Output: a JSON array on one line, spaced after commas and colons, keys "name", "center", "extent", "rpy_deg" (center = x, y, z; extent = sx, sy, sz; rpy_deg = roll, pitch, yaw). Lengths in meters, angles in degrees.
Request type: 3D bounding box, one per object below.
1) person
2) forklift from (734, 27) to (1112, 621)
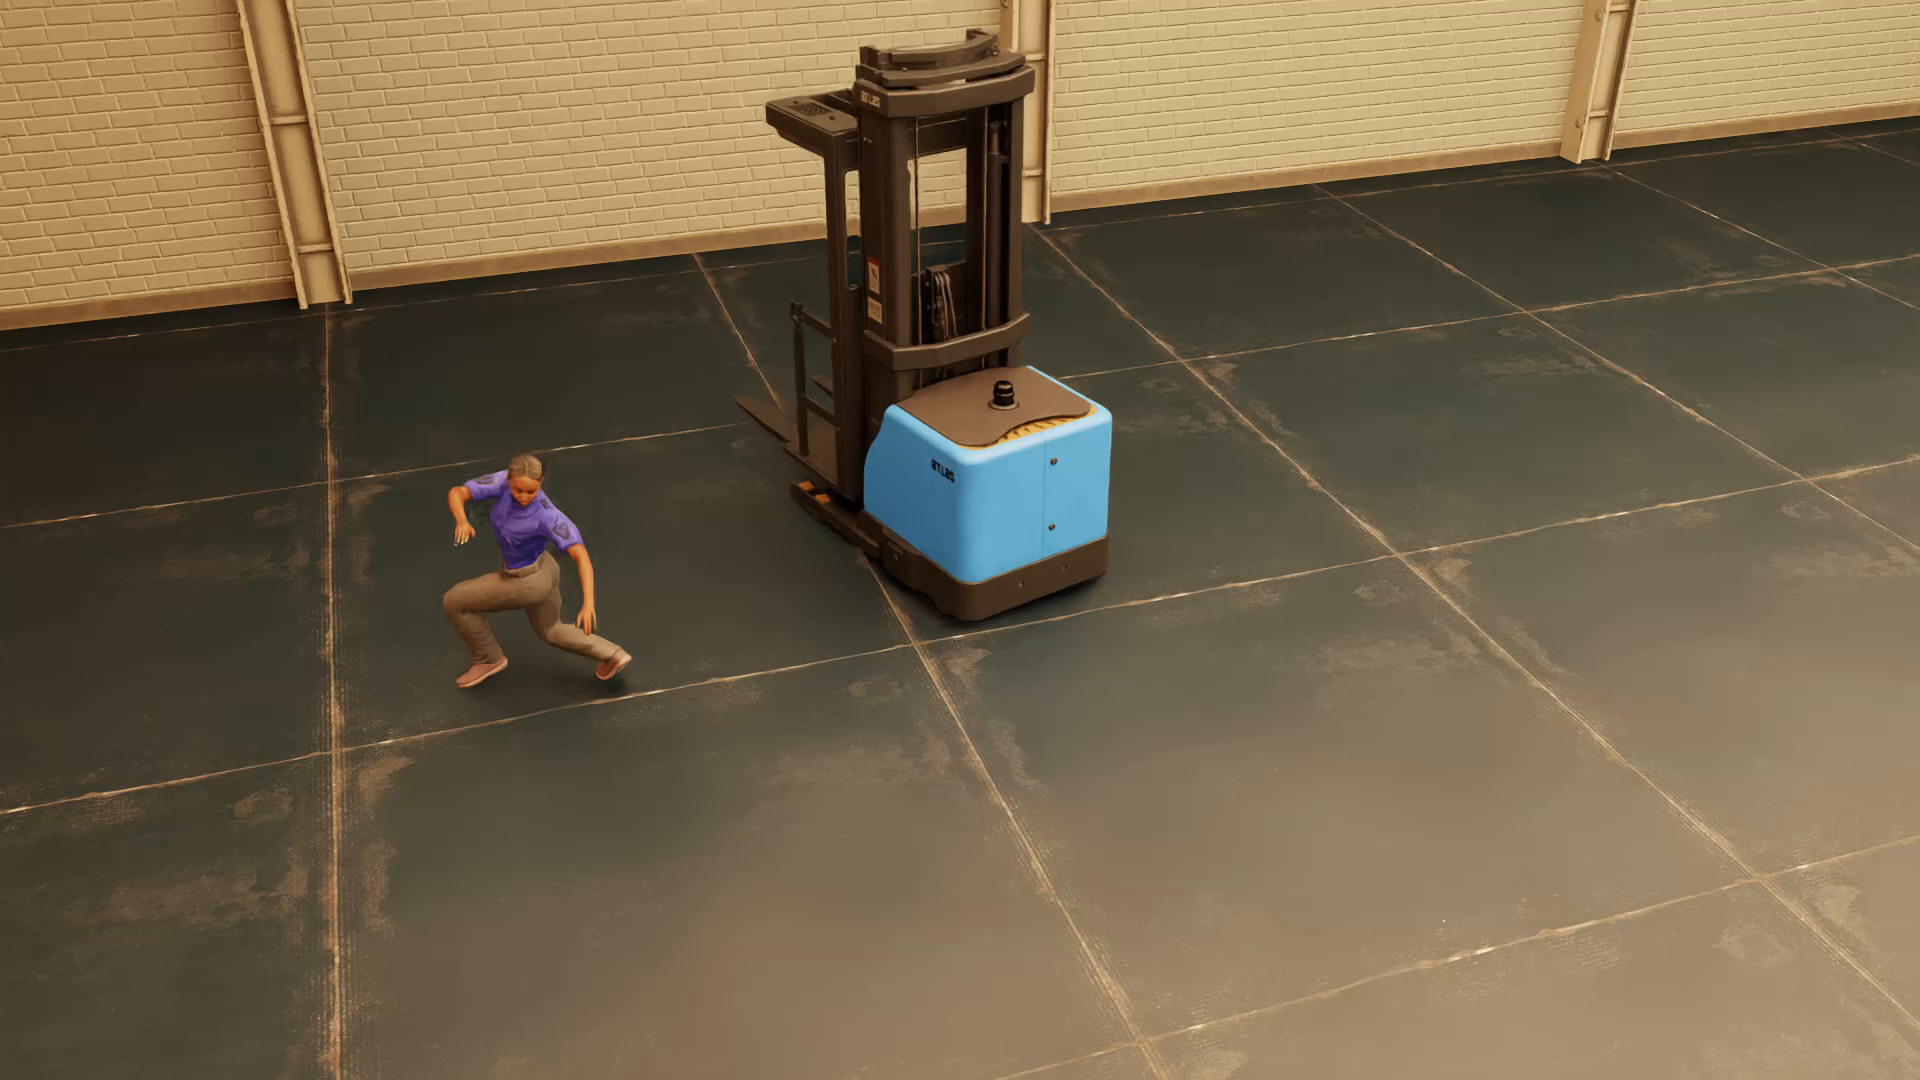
[{"name": "person", "center": [-2.157, 0.235, 8.269], "extent": [0.942, 1.403, 0.759], "rpy_deg": [-3, 30, -5]}, {"name": "forklift", "center": [-0.398, -1.512, 9.715], "extent": [1.130, 2.935, 3.031], "rpy_deg": [-19, 35, -29]}]
